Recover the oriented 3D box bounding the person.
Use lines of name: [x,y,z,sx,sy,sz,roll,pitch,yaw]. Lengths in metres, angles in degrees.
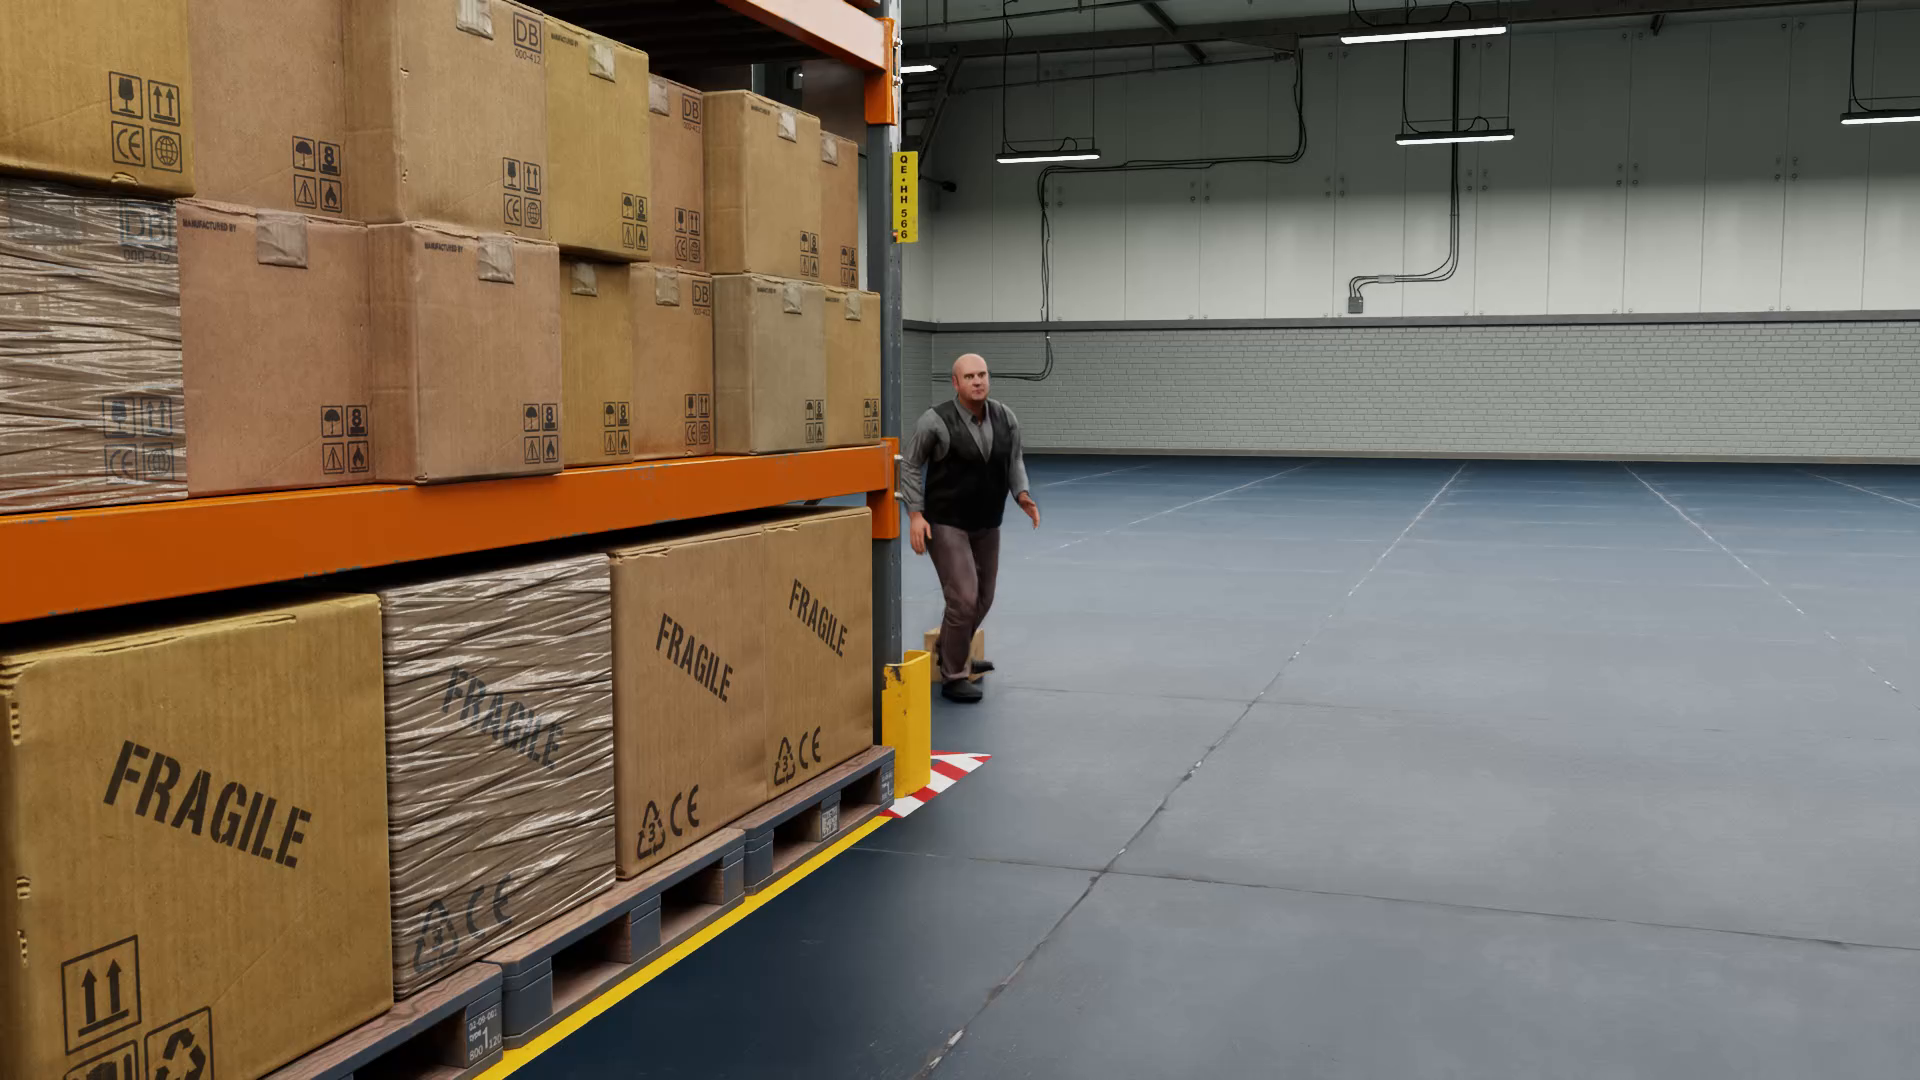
person: [0.028,-0.068,8.145,0.694,1.671,0.804,-4,7,-39]
